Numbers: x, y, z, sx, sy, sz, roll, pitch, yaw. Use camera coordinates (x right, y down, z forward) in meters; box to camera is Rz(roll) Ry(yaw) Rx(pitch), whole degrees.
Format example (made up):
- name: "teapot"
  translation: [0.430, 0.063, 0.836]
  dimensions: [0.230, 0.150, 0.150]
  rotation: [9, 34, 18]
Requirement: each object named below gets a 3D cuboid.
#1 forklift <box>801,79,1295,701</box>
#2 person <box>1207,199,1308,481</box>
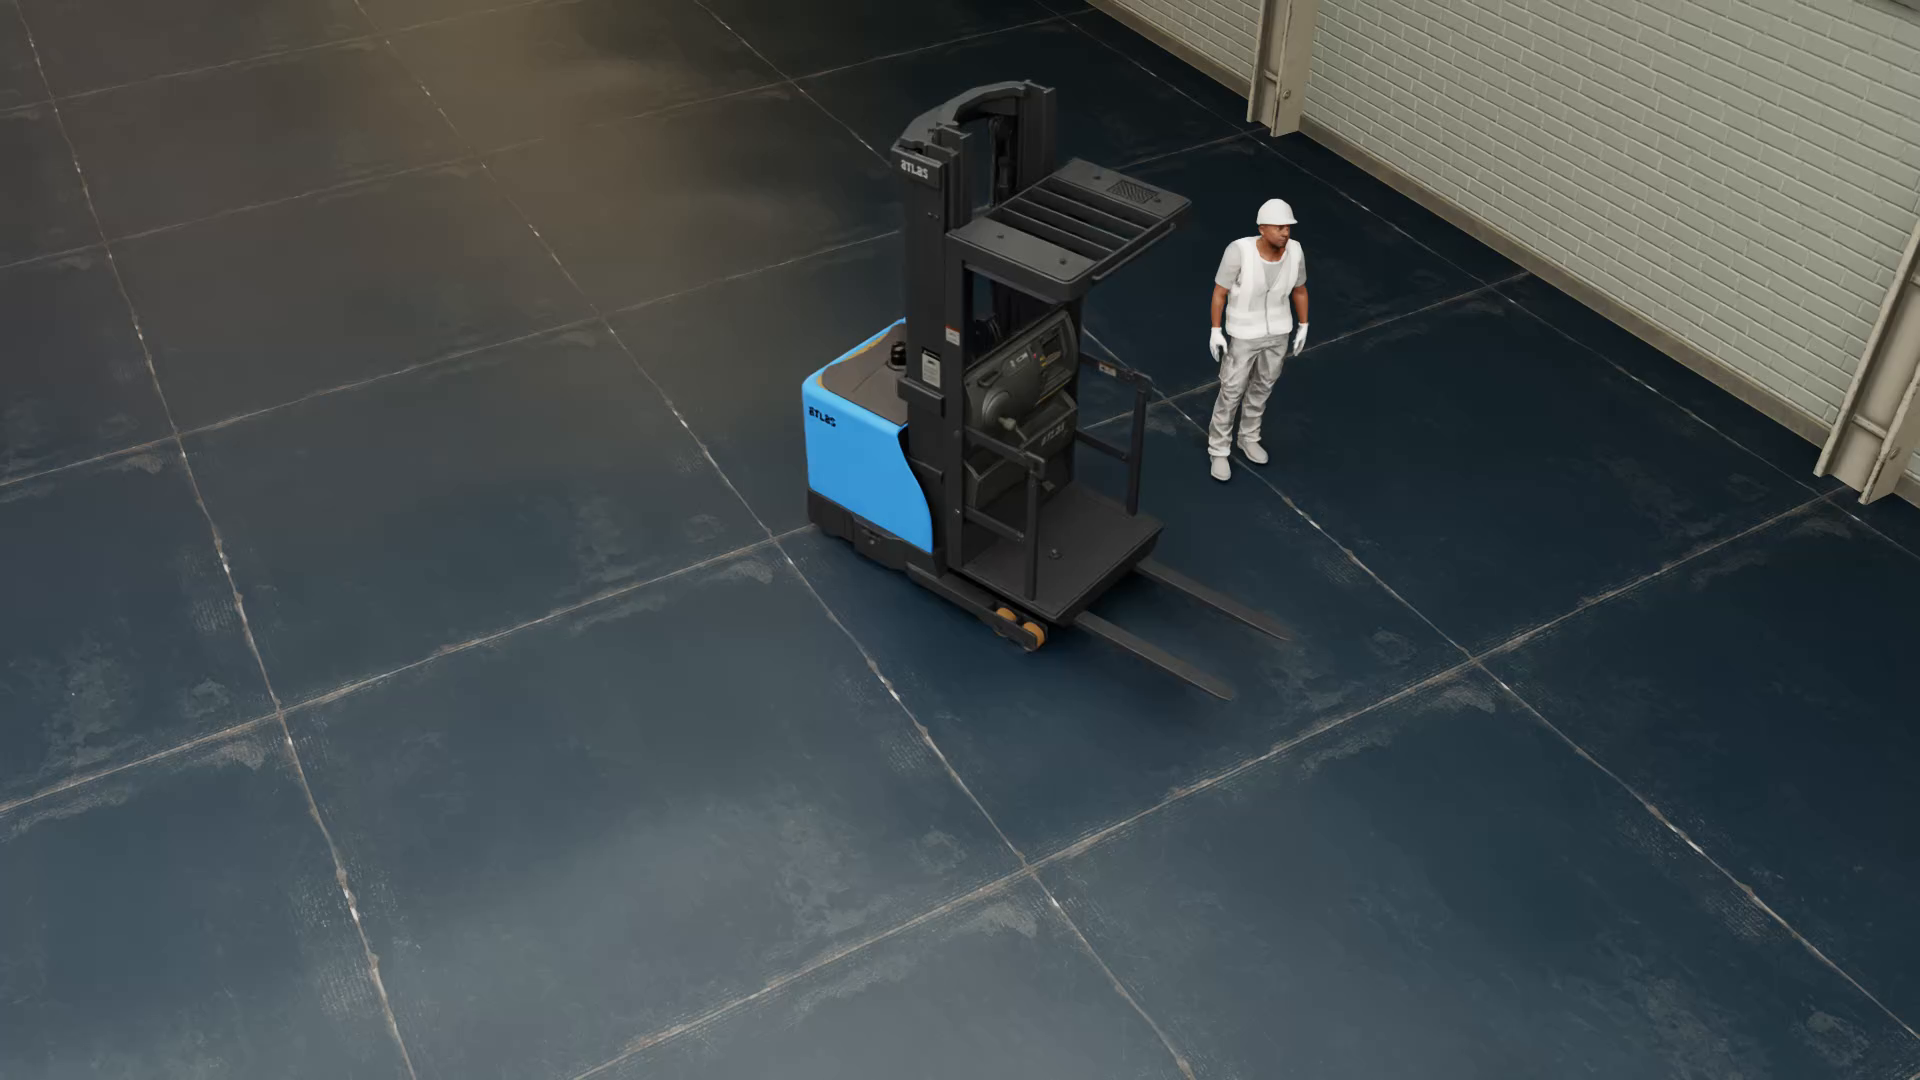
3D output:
- name: "forklift"
  translation: [0.506, -0.873, 9.089]
  dimensions: [3.031, 2.935, 1.130]
  rotation: [28, 47, 29]
- name: "person"
  translation: [1.897, -1.265, 10.450]
  dimensions: [0.656, 1.783, 0.574]
  rotation: [-9, 41, -11]
